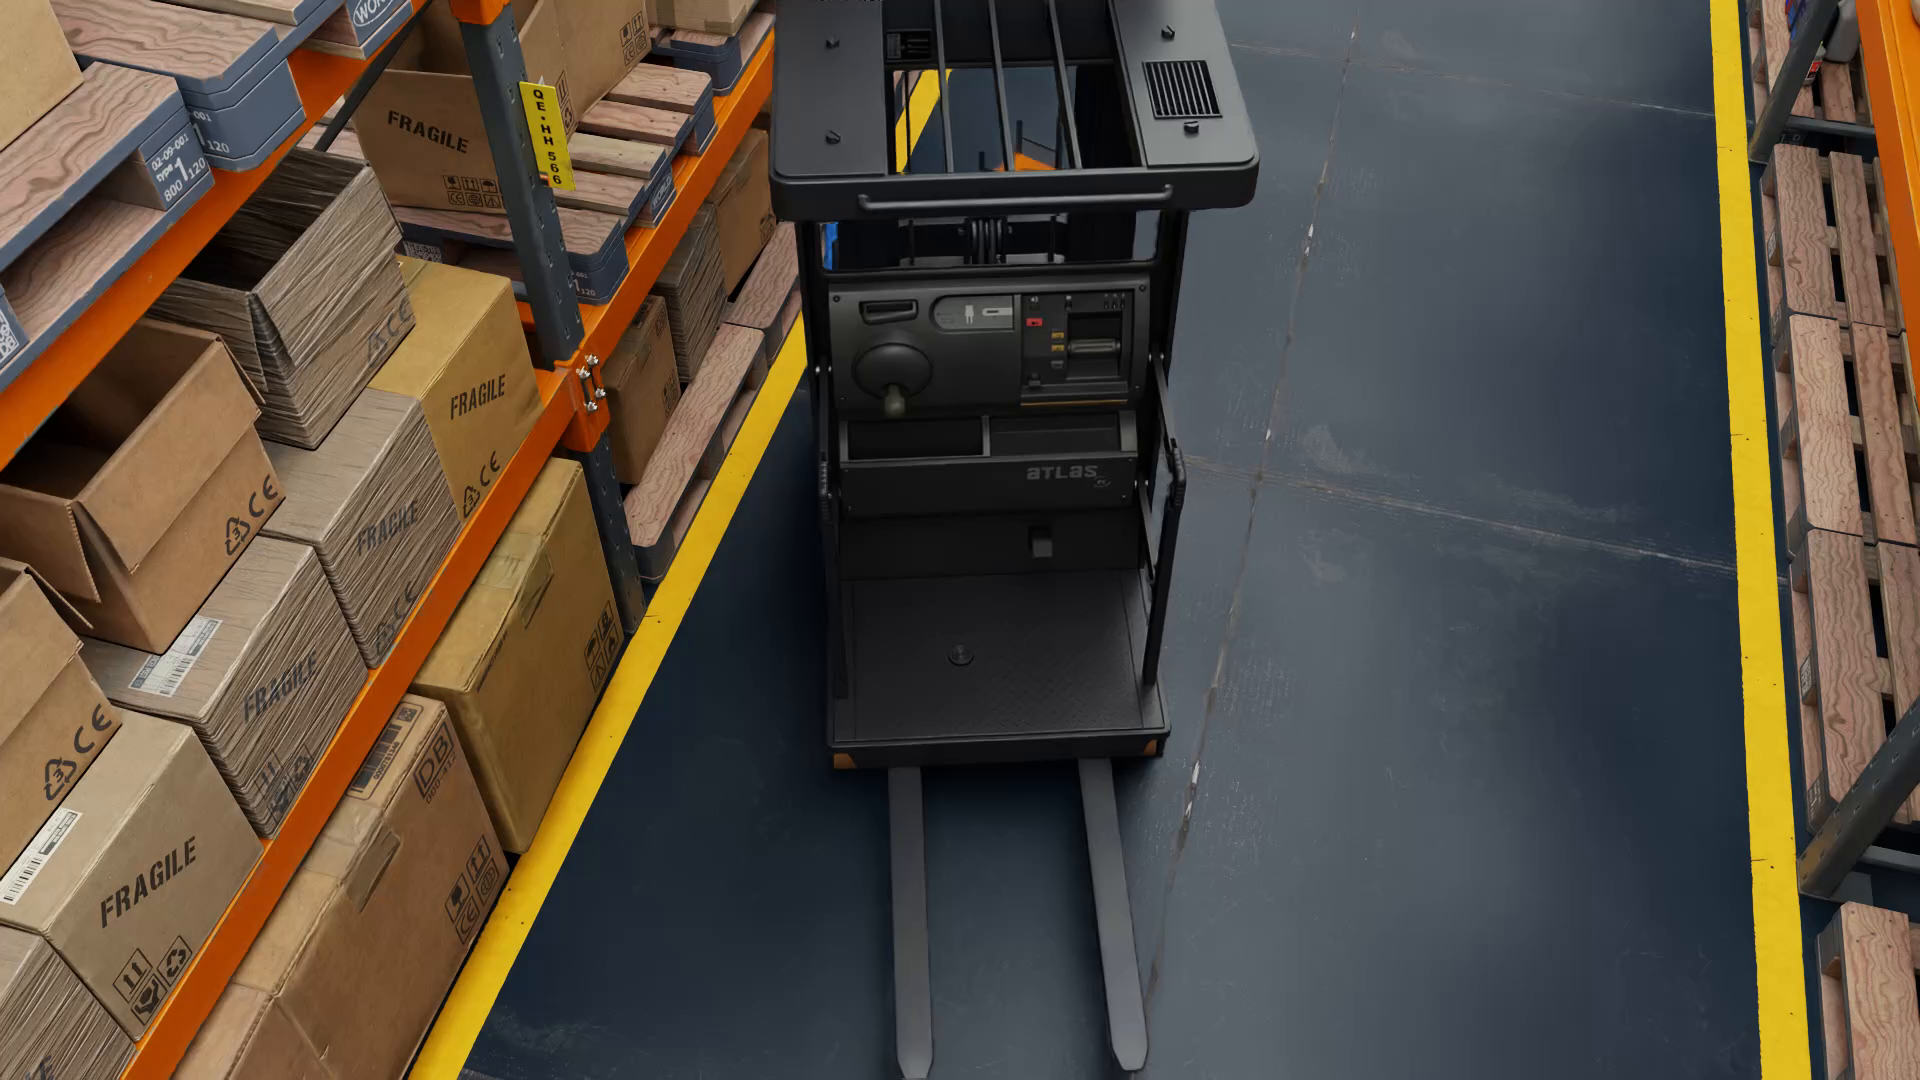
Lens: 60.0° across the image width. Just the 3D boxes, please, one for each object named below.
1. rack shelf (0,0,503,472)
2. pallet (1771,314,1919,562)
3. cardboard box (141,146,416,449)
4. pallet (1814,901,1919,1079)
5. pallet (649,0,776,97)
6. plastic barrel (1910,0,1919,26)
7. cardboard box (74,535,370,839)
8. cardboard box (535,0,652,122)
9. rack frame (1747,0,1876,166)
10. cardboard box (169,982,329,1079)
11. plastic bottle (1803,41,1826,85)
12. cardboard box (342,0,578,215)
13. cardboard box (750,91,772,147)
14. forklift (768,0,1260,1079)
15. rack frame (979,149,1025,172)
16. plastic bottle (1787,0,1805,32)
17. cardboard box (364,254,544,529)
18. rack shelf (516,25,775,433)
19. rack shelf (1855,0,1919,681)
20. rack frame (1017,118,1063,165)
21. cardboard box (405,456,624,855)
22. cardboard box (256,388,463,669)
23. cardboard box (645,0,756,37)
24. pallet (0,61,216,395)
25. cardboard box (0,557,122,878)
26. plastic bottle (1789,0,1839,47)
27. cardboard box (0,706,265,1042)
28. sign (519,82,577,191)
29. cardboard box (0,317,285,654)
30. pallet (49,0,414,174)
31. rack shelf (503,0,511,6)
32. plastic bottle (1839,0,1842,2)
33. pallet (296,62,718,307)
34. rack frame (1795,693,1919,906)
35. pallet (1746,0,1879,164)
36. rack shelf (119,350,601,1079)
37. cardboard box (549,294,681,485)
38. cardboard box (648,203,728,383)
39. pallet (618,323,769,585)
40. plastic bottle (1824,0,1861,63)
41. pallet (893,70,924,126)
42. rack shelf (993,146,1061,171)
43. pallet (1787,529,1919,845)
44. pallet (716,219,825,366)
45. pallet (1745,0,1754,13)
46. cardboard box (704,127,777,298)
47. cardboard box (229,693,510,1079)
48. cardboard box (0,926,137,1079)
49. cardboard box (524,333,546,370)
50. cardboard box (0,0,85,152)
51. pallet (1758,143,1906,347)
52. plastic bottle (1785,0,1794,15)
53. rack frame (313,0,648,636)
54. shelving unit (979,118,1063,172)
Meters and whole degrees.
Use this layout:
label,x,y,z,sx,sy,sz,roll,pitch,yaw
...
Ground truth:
label,x,y,z,sx,sy,sz,roll,pitch,yaw
rack shelf,-2.157,-0.101,2.818,1.077,0.370,4.000,12,50,10
pallet,3.712,-0.325,6.396,1.003,0.211,1.213,12,50,10
cardboard box,-1.838,-0.633,4.072,0.797,0.503,0.637,13,50,11
pallet,2.981,1.685,4.622,1.003,0.211,1.213,12,50,10
pallet,-1.149,-2.170,6.292,1.003,0.211,1.213,12,50,10
plastic barrel,3.737,-2.105,6.017,0.433,0.535,0.433,0,49,0
cardboard box,-1.792,0.315,3.904,0.500,0.500,0.500,10,49,9
cardboard box,-1.476,-1.787,5.480,0.700,0.500,0.500,18,51,16
rack frame,4.201,-2.709,6.640,1.000,3.000,0.127,12,50,10
cardboard box,-2.300,1.551,4.018,1.225,0.875,0.875,10,49,9
plastic bottle,3.996,-2.253,7.810,0.097,0.201,0.097,0,49,0
cardboard box,-1.527,-1.364,5.106,0.500,0.500,0.500,6,49,5
cardboard box,-1.051,-1.819,7.229,0.700,0.500,0.500,8,49,7
forklift,0.101,-0.462,4.703,1.130,2.935,3.031,-2,49,-2
rack frame,0.155,-1.044,6.469,0.200,1.050,0.008,29,54,24
plastic bottle,4.143,-2.640,8.052,0.144,0.351,0.185,9,49,8
cardboard box,-1.521,-0.420,4.554,0.500,0.500,0.500,13,50,11
rack shelf,-1.104,-2.002,6.496,1.077,0.370,4.000,12,50,10
rack shelf,3.674,-1.024,5.633,1.077,0.370,4.000,12,50,10
rack frame,0.301,-1.190,6.599,0.200,1.050,0.008,29,54,24
cardboard box,-1.832,0.266,5.152,1.225,0.875,0.875,9,49,8
cardboard box,-1.658,-0.061,4.236,0.500,0.500,0.500,11,50,10
cardboard box,-0.967,-2.049,5.878,0.500,0.250,0.500,10,49,9
pallet,-2.040,-0.438,2.761,1.003,0.211,1.213,14,50,12
cardboard box,-2.183,0.325,3.227,0.797,0.503,0.637,13,50,11
plastic bottle,4.092,-2.501,7.930,0.144,0.351,0.185,10,49,9
cardboard box,-1.926,0.683,3.580,0.500,0.500,0.500,12,50,11
sign,-1.094,-1.069,4.421,0.100,0.325,0.005,12,50,10
cardboard box,-2.013,-0.162,3.656,0.797,0.503,0.637,13,50,11
pallet,-1.749,-1.247,3.475,1.213,0.211,1.003,14,50,12
rack shelf,-1.104,-2.994,5.371,1.077,0.370,4.000,12,50,10
plastic bottle,4.292,-2.604,8.071,0.152,0.276,0.135,12,50,10
pallet,-1.546,-1.266,5.495,1.213,0.211,1.003,12,50,10
rack frame,3.148,0.184,4.087,1.000,3.000,0.127,12,50,10
pallet,4.418,-2.264,8.107,1.003,0.211,1.213,12,50,10
rack shelf,-2.157,0.891,3.942,1.077,0.370,4.000,12,50,10
cardboard box,-1.473,-0.600,6.153,0.700,0.500,0.500,9,49,8
cardboard box,-1.340,-1.004,6.509,0.700,0.500,0.500,8,49,7
pallet,-1.423,-0.435,6.493,1.003,0.211,1.213,12,50,10
plastic bottle,4.231,-2.472,7.905,0.144,0.351,0.185,12,50,10
pallet,-0.781,-2.200,8.051,1.003,0.211,1.213,12,50,10
rack shelf,0.227,-1.299,6.330,0.215,0.259,0.240,29,54,24
pallet,3.389,0.554,5.620,1.003,0.211,1.213,12,50,10
pallet,-1.100,-1.315,7.270,1.003,0.211,1.213,12,50,10
pallet,4.737,-3.149,8.889,1.003,0.211,1.213,12,50,10
cardboard box,-1.197,-1.415,6.872,0.700,0.500,0.500,15,50,13
cardboard box,-2.074,0.909,4.584,1.225,0.875,0.875,12,50,10
cardboard box,-2.057,1.058,3.249,0.500,0.500,0.500,11,49,9
cardboard box,-1.483,-0.850,5.873,0.500,0.250,0.500,13,50,12
cardboard box,-1.864,-0.861,2.662,0.500,0.500,0.500,14,50,12
pallet,4.031,-1.211,7.178,1.003,0.211,1.213,12,50,10
plastic bottle,4.145,-2.743,8.189,0.061,0.283,0.133,15,50,13
rack frame,-1.630,-0.793,4.949,1.000,3.000,0.127,12,50,10
shelving unit,0.228,-1.117,6.534,0.215,1.050,0.252,29,54,24
